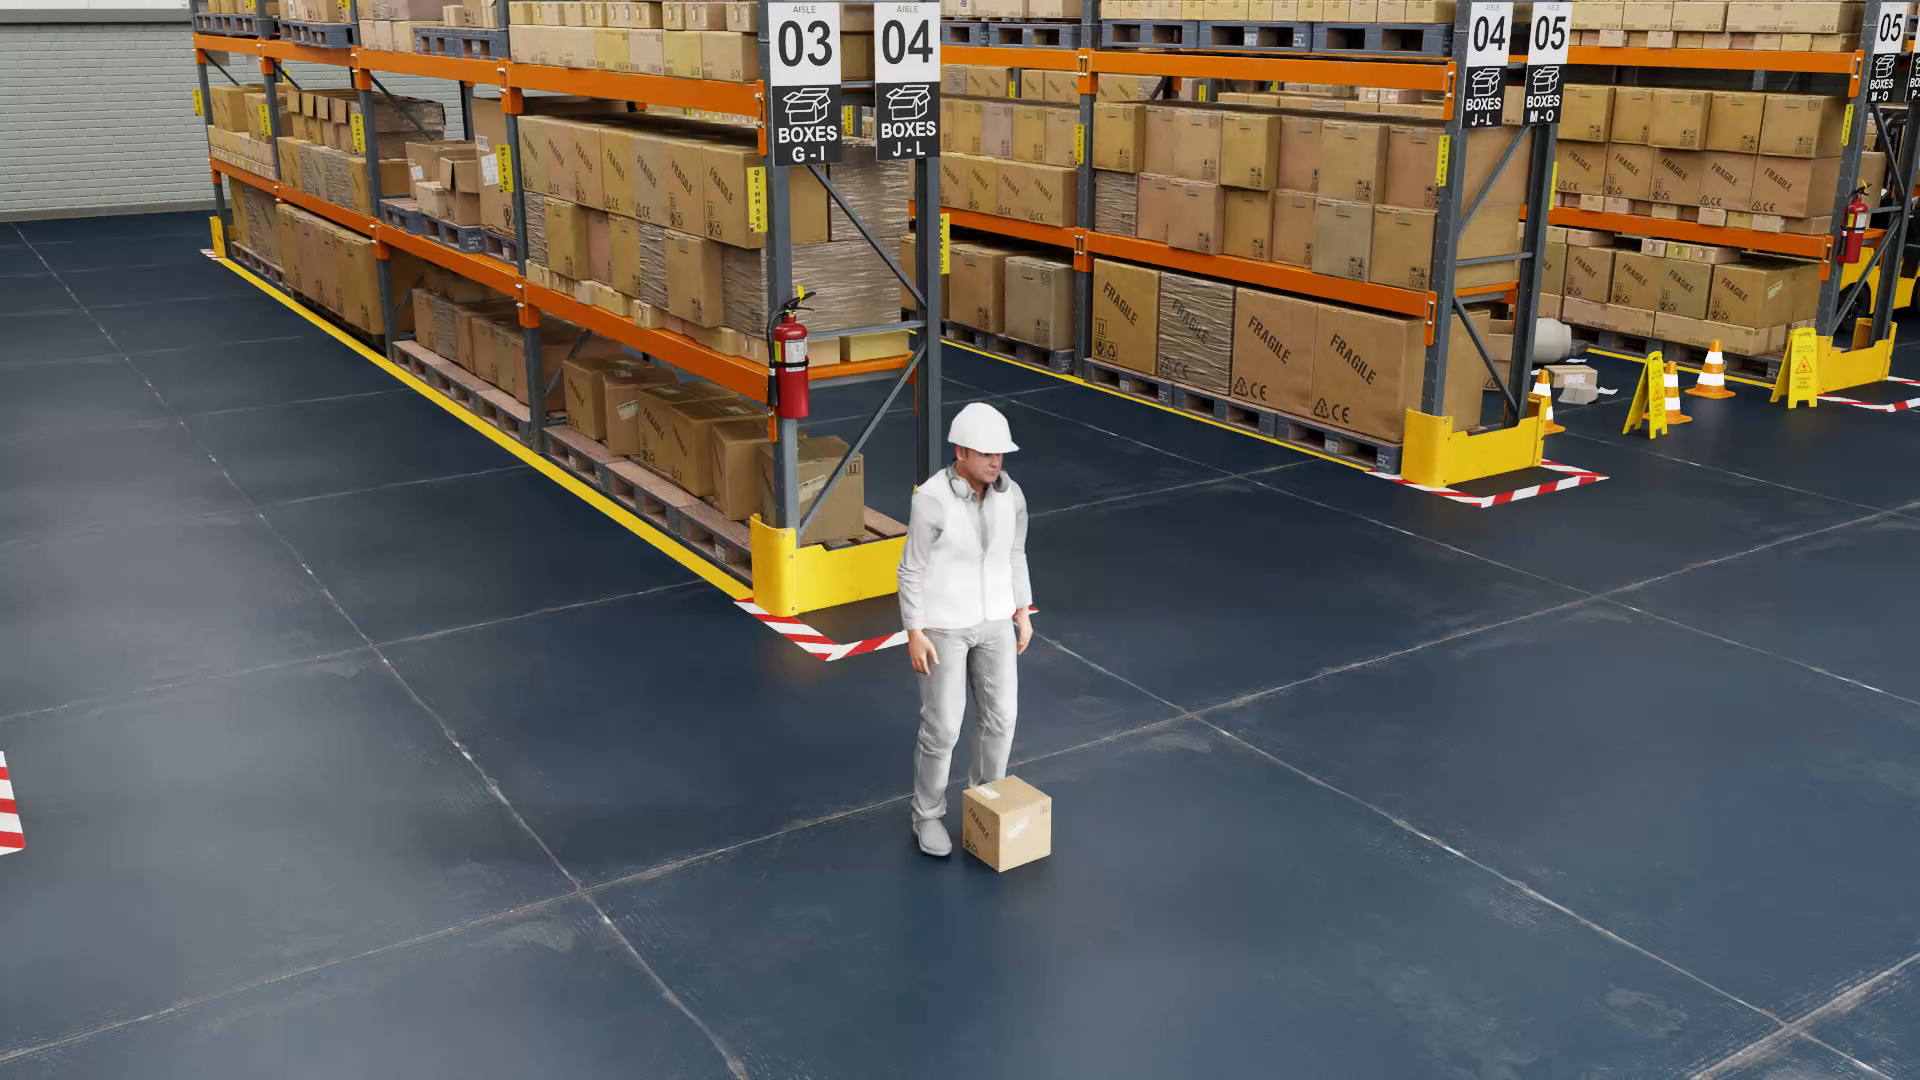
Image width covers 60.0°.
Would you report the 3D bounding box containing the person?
[{"bbox_3d":[0.029,0.326,6.508,0.581,1.769,0.463,-11,21,-31],"label":"person"}]
